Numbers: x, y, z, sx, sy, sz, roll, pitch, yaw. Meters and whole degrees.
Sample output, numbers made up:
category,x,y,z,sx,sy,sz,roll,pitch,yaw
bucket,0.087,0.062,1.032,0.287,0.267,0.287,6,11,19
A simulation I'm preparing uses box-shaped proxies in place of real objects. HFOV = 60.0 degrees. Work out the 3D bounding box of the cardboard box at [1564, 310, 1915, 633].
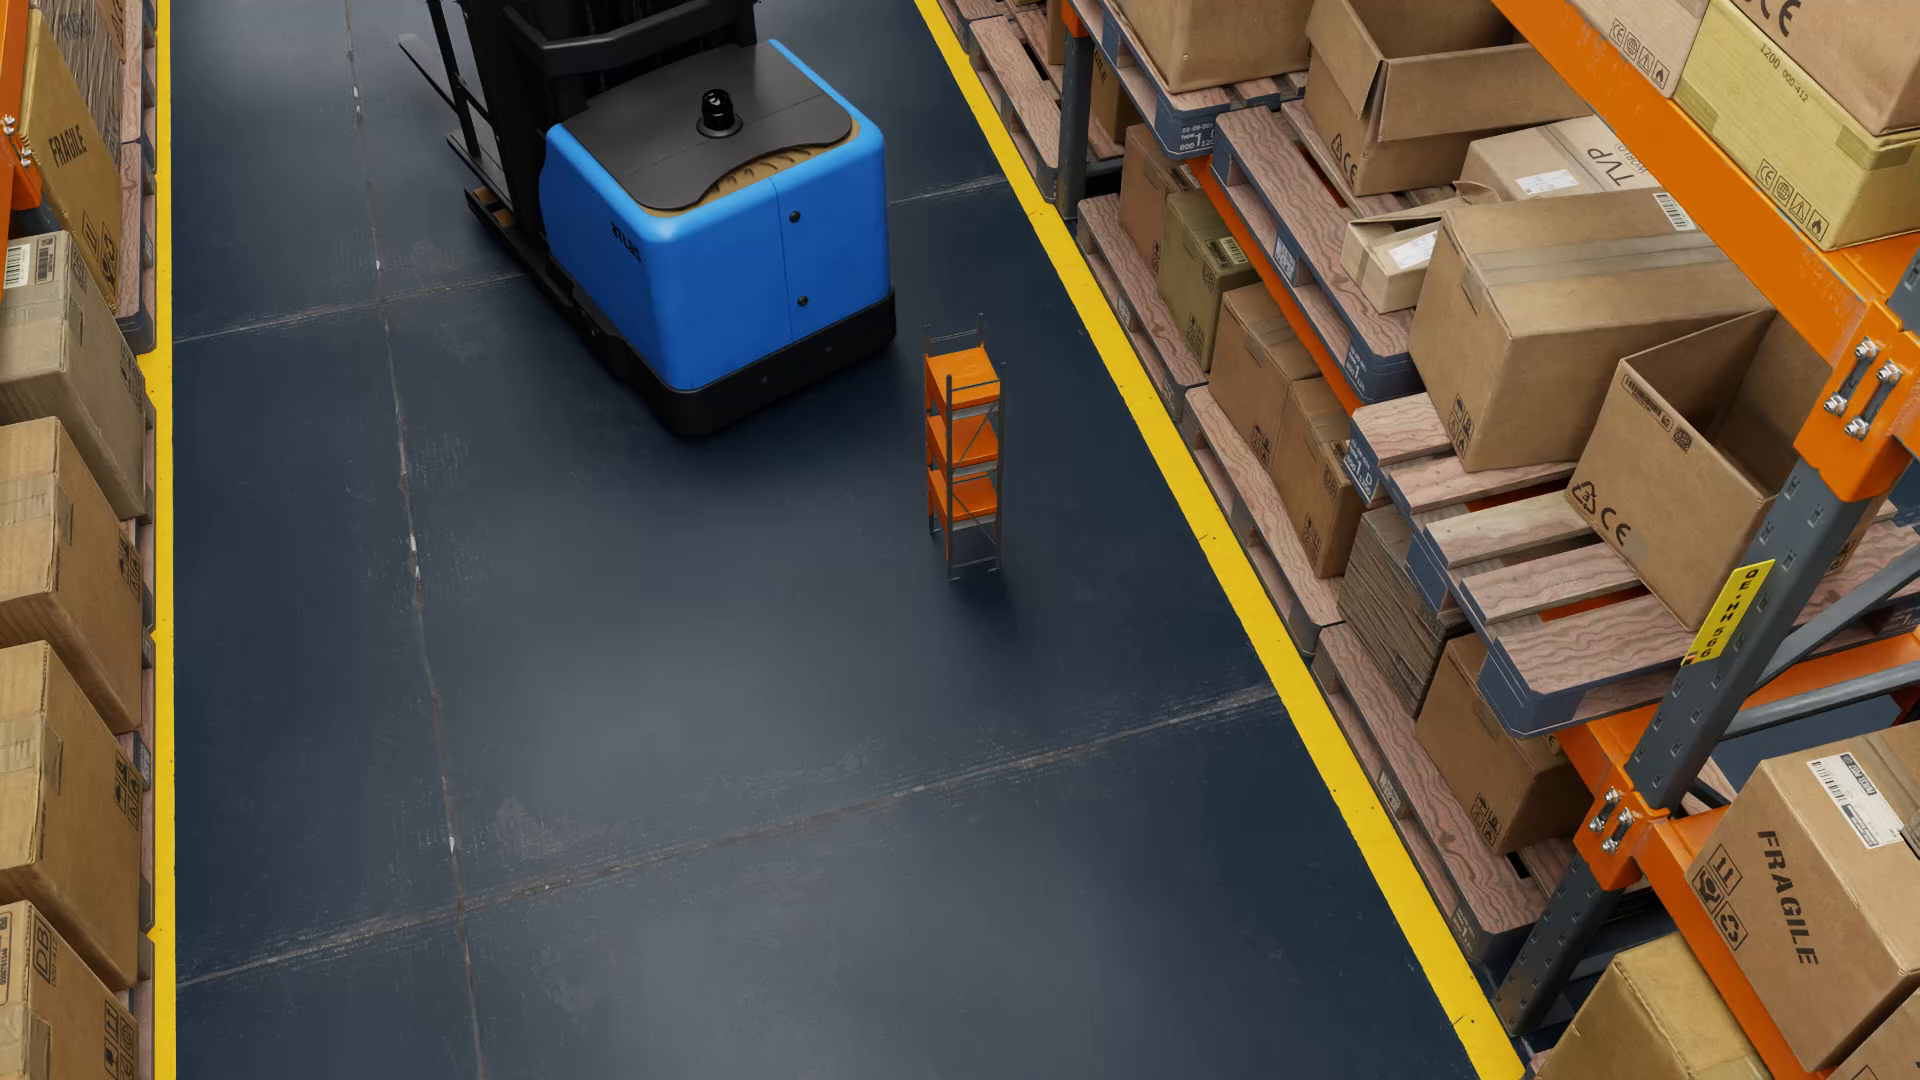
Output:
category,x,y,z,sx,sy,sz,roll,pitch,yaw
cardboard box,1.912,-0.181,4.100,0.500,0.500,0.500,-19,52,-15

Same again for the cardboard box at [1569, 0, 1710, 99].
category,x,y,z,sx,sy,sz,roll,pitch,yaw
cardboard box,1.575,-1.197,3.434,0.500,0.250,0.500,-13,51,-11

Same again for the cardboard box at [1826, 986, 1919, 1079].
category,x,y,z,sx,sy,sz,roll,pitch,yaw
cardboard box,2.148,1.133,3.268,0.500,0.500,0.500,-15,51,-12

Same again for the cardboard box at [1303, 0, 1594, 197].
category,x,y,z,sx,sy,sz,roll,pitch,yaw
cardboard box,1.527,-1.473,5.187,0.797,0.503,0.637,-9,50,-7

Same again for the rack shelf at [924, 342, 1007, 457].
category,x,y,z,sx,sy,sz,roll,pitch,yaw
rack shelf,0.016,-0.475,5.607,0.215,0.259,0.240,-13,51,-11

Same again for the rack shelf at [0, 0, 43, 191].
category,x,y,z,sx,sy,sz,roll,pitch,yaw
rack shelf,-4.433,-2.730,7.060,1.077,0.370,4.000,-13,51,-11

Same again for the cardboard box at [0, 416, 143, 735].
category,x,y,z,sx,sy,sz,roll,pitch,yaw
cardboard box,-3.290,0.227,5.294,1.050,0.750,0.750,-13,51,-11

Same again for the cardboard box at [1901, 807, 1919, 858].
category,x,y,z,sx,sy,sz,roll,pitch,yaw
cardboard box,2.310,0.554,3.099,0.797,0.503,0.637,-12,51,-10

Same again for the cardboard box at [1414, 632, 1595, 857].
category,x,y,z,sx,sy,sz,roll,pitch,yaw
cardboard box,1.892,0.551,5.170,0.700,0.500,0.500,-16,52,-13

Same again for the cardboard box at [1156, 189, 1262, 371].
category,x,y,z,sx,sy,sz,roll,pitch,yaw
cardboard box,1.211,-1.079,6.545,0.700,0.500,0.500,-14,51,-11

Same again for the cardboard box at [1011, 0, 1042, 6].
category,x,y,z,sx,sy,sz,roll,pitch,yaw
cardboard box,0.411,-3.032,8.205,0.500,0.500,0.500,-17,52,-14

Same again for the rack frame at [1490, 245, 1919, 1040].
category,x,y,z,sx,sy,sz,roll,pitch,yaw
rack frame,2.109,0.372,3.974,1.000,3.000,0.127,-13,51,-11

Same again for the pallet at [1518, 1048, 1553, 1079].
category,x,y,z,sx,sy,sz,roll,pitch,yaw
pallet,2.271,1.864,4.541,1.003,0.211,1.213,-13,51,-11

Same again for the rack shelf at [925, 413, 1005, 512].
category,x,y,z,sx,sy,sz,roll,pitch,yaw
rack shelf,0.016,-0.292,5.824,0.215,0.259,0.240,-13,51,-11

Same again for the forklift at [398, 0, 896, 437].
category,x,y,z,sx,sy,sz,roll,pitch,yaw
forklift,-1.540,-2.440,6.390,1.130,2.935,3.031,-29,56,-22

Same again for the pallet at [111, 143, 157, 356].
category,x,y,z,sx,sy,sz,roll,pitch,yaw
pallet,-3.992,-1.176,7.103,1.003,0.211,1.213,-13,51,-11

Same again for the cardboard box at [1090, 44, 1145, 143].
category,x,y,z,sx,sy,sz,roll,pitch,yaw
cardboard box,0.846,-2.180,7.486,0.500,0.500,0.500,-15,51,-12

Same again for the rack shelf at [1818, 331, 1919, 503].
category,x,y,z,sx,sy,sz,roll,pitch,yaw
rack shelf,2.701,1.098,1.871,1.077,0.370,4.000,-13,51,-11

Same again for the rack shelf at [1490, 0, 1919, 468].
category,x,y,z,sx,sy,sz,roll,pitch,yaw
rack shelf,1.518,-1.823,4.334,1.077,0.370,4.000,-13,51,-11

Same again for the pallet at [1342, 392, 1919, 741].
category,x,y,z,sx,sy,sz,roll,pitch,yaw
pallet,1.797,-0.062,4.466,1.213,0.211,1.003,-13,51,-11

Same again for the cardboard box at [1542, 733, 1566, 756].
category,x,y,z,sx,sy,sz,roll,pitch,yaw
cardboard box,1.883,0.312,4.882,0.500,0.250,0.500,-11,51,-9

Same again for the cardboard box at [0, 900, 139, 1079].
category,x,y,z,sx,sy,sz,roll,pitch,yaw
cardboard box,-2.753,1.545,4.183,1.050,0.750,0.750,-14,51,-11

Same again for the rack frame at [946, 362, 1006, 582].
category,x,y,z,sx,sy,sz,roll,pitch,yaw
rack frame,0.052,-0.210,5.741,0.200,1.050,0.008,-13,51,-11

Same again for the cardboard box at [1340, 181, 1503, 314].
category,x,y,z,sx,sy,sz,roll,pitch,yaw
cardboard box,1.358,-0.877,4.840,0.396,0.266,0.258,-15,51,-12

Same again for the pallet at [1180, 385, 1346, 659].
category,x,y,z,sx,sy,sz,roll,pitch,yaw
pallet,1.523,-0.189,6.272,1.003,0.211,1.213,-13,51,-11

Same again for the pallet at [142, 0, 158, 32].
category,x,y,z,sx,sy,sz,roll,pitch,yaw
pallet,-4.713,-2.958,8.606,1.003,0.211,1.213,-13,51,-11

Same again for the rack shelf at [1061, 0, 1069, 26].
category,x,y,z,sx,sy,sz,roll,pitch,yaw
rack shelf,0.335,-3.778,7.944,1.077,0.370,4.000,-13,51,-11

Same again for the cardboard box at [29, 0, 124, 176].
category,x,y,z,sx,sy,sz,roll,pitch,yaw
cardboard box,-4.231,-2.085,7.161,0.875,0.875,0.875,-13,51,-11

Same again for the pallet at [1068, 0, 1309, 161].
category,x,y,z,sx,sy,sz,roll,pitch,yaw
pallet,1.014,-1.896,6.012,1.003,0.211,1.213,-13,51,-11

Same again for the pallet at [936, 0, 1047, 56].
category,x,y,z,sx,sy,sz,roll,pitch,yaw
pallet,0.330,-3.025,8.663,1.003,0.211,1.213,-13,51,-11

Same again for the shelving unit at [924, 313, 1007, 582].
category,x,y,z,sx,sy,sz,roll,pitch,yaw
shelving unit,0.016,-0.299,5.816,0.215,1.050,0.252,-13,51,-11

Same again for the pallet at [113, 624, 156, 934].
category,x,y,z,sx,sy,sz,roll,pitch,yaw
pallet,-3.177,0.836,5.407,1.003,0.211,1.213,-13,51,-11

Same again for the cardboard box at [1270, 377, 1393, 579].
category,x,y,z,sx,sy,sz,roll,pitch,yaw
cardboard box,1.542,-0.263,5.857,0.700,0.500,0.500,-9,51,-8
